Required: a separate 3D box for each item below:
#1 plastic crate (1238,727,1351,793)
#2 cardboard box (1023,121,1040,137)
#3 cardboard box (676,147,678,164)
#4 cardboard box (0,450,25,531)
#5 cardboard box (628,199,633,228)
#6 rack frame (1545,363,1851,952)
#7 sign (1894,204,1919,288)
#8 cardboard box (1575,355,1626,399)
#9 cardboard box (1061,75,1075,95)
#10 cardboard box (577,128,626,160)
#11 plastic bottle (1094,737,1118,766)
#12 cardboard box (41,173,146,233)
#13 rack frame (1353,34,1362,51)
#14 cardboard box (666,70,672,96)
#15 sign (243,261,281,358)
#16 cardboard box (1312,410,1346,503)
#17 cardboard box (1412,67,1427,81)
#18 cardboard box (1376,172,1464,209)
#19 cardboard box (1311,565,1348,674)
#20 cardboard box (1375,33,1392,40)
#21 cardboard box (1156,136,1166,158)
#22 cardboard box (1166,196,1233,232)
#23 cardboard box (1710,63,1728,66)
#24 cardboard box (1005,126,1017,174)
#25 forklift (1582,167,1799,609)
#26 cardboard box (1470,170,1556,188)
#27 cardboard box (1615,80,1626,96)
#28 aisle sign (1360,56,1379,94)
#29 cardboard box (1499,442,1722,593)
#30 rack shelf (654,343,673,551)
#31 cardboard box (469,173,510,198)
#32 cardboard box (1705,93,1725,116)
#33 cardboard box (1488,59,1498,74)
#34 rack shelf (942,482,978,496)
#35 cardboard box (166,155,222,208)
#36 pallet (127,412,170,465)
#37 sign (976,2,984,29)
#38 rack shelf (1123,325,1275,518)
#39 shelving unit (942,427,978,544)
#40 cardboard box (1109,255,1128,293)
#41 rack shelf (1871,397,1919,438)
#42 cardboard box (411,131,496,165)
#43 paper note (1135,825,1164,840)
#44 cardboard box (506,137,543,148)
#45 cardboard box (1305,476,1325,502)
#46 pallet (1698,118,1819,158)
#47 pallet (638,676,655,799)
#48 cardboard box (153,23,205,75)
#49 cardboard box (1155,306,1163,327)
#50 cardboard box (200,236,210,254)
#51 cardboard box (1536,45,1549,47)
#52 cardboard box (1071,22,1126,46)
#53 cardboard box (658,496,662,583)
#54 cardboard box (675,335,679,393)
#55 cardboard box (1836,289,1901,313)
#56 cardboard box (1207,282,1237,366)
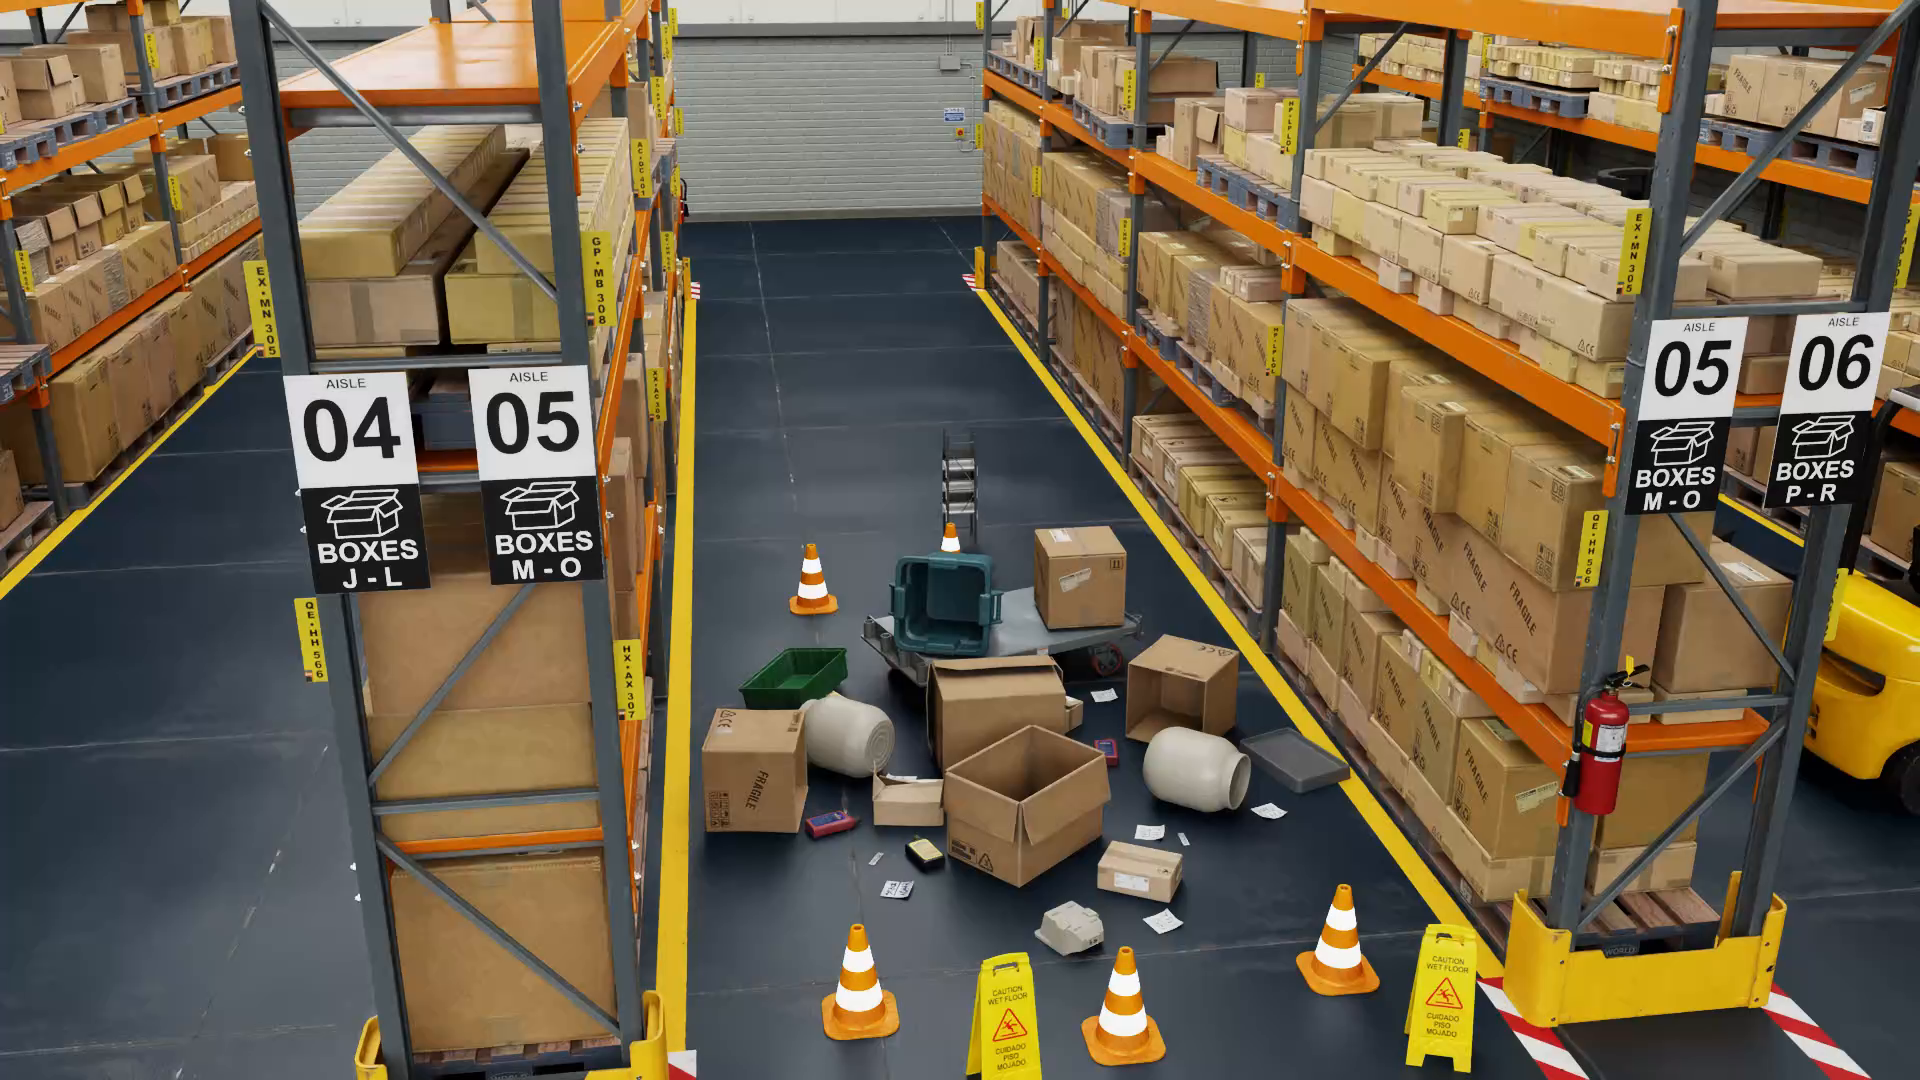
[{"bbox_3d":[1.944,1.274,9.692,0.402,0.080,0.583,-11,23,-26],"label":"plastic crate"},{"bbox_3d":[0.934,-4.714,19.050,0.380,0.149,0.250,-3,21,-8],"label":"cardboard box"},{"bbox_3d":[-3.765,-4.593,20.657,0.500,0.500,0.500,-2,21,-7],"label":"cardboard box"},{"bbox_3d":[-7.737,-0.368,12.859,0.700,0.500,0.500,-4,21,-11],"label":"cardboard box"},{"bbox_3d":[-1.949,-1.728,8.885,0.380,0.149,0.250,-3,21,-7],"label":"cardboard box"},{"bbox_3d":[3.106,0.706,7.039,1.000,3.000,0.127,-3,21,-8],"label":"rack frame"},{"bbox_3d":[3.643,-1.136,6.434,0.100,0.325,0.005,-3,21,-8],"label":"sign"},{"bbox_3d":[2.778,-0.691,6.851,0.380,0.149,0.250,-3,21,-8],"label":"cardboard box"},{"bbox_3d":[1.212,-4.486,16.385,0.380,0.166,0.250,-4,21,-11],"label":"cardboard box"},{"bbox_3d":[-1.914,-2.014,8.510,0.380,0.149,0.250,-3,21,-8],"label":"cardboard box"},{"bbox_3d":[0.860,1.239,9.811,0.133,0.061,0.283,1,20,2],"label":"plastic bottle"},{"bbox_3d":[-8.330,-3.245,16.041,0.797,0.503,0.637,-3,21,-9],"label":"cardboard box"},{"bbox_3d":[5.711,-7.896,21.495,1.000,3.000,0.127,-3,21,-8],"label":"rack frame"},{"bbox_3d":[-3.450,-5.027,18.316,0.500,0.250,0.500,-2,21,-5],"label":"cardboard box"},{"bbox_3d":[-2.317,-0.770,5.550,0.100,0.325,0.005,-3,21,-8],"label":"sign"},{"bbox_3d":[2.412,-0.526,9.770,0.500,0.500,0.500,-3,21,-8],"label":"cardboard box"},{"bbox_3d":[5.692,-5.629,20.072,0.380,0.149,0.250,-2,21,-7],"label":"cardboard box"},{"bbox_3d":[2.444,-1.858,8.837,0.380,0.149,0.250,-4,21,-10],"label":"cardboard box"},{"bbox_3d":[2.436,0.464,9.945,0.500,0.500,0.500,-2,21,-6],"label":"cardboard box"},{"bbox_3d":[5.581,-6.450,20.987,0.500,0.250,0.500,-3,21,-8],"label":"cardboard box"},{"bbox_3d":[1.830,-3.234,13.659,0.380,0.149,0.250,-3,21,-8],"label":"cardboard box"},{"bbox_3d":[2.124,-2.762,14.753,0.500,0.500,0.500,-4,21,-10],"label":"cardboard box"},{"bbox_3d":[6.954,-4.383,15.596,0.380,0.149,0.250,-2,21,-6],"label":"cardboard box"},{"bbox_3d":[0.823,-4.639,19.779,0.500,0.500,0.500,-3,21,-8],"label":"cardboard box"},{"bbox_3d":[5.094,-1.121,12.029,1.130,2.935,3.031,-18,27,-39],"label":"forklift"},{"bbox_3d":[2.957,-1.881,8.898,0.380,0.149,0.250,-3,21,-9],"label":"cardboard box"},{"bbox_3d":[6.478,-4.304,15.809,0.380,0.149,0.250,-3,21,-7],"label":"cardboard box"},{"bbox_3d":[5.410,-6.312,22.113,0.394,0.787,0.004,-3,21,-8],"label":"aisle sign"},{"bbox_3d":[2.816,-0.114,7.238,0.700,0.500,0.500,-3,21,-9],"label":"cardboard box"},{"bbox_3d":[-2.643,-0.750,11.965,1.077,0.370,4.000,-3,21,-8],"label":"rack shelf"},{"bbox_3d":[-2.414,-1.579,7.917,0.500,0.250,0.500,-3,21,-8],"label":"cardboard box"},{"bbox_3d":[6.614,-3.719,14.189,0.380,0.166,0.250,-3,21,-8],"label":"cardboard box"},{"bbox_3d":[5.937,-5.108,17.934,0.380,0.149,0.250,-3,21,-7],"label":"cardboard box"},{"bbox_3d":[-0.001,-0.393,13.078,0.258,0.077,0.200,-3,21,-8],"label":"rack shelf"},{"bbox_3d":[-8.389,-3.899,18.085,0.500,0.500,0.500,-4,21,-9],"label":"cardboard box"},{"bbox_3d":[-8.065,-0.956,15.474,1.003,0.211,1.213,-3,21,-8],"label":"pallet"},{"bbox_3d":[0.250,-6.660,21.110,0.100,0.325,0.005,-3,21,-8],"label":"sign"},{"bbox_3d":[2.241,-1.034,12.727,1.077,0.370,4.000,-3,21,-8],"label":"rack shelf"},{"bbox_3d":[-0.001,-0.424,13.066,0.258,0.900,0.210,-3,21,-8],"label":"shelving unit"},{"bbox_3d":[1.632,-2.383,14.808,0.500,0.250,0.500,-3,21,-8],"label":"cardboard box"},{"bbox_3d":[7.152,-1.286,13.400,1.077,0.370,4.000,-3,21,-8],"label":"rack shelf"},{"bbox_3d":[-2.564,-1.980,8.419,0.380,0.149,0.250,-3,21,-8],"label":"cardboard box"},{"bbox_3d":[1.026,1.574,8.975,0.148,0.019,0.142,4,21,11],"label":"paper note"},{"bbox_3d":[-2.750,-2.389,10.510,0.500,0.250,0.500,-3,21,-8],"label":"cardboard box"},{"bbox_3d":[2.345,-0.351,10.228,0.380,0.149,0.250,-2,21,-6],"label":"cardboard box"},{"bbox_3d":[7.050,-3.402,14.020,1.213,0.211,1.003,-2,21,-5],"label":"pallet"},{"bbox_3d":[-2.322,1.179,9.757,1.003,0.211,1.213,-3,21,-8],"label":"pallet"},{"bbox_3d":[-8.611,-5.287,17.912,0.700,0.500,0.500,-2,21,-5],"label":"cardboard box"},{"bbox_3d":[1.817,-1.824,13.572,0.380,0.149,0.250,-4,21,-11],"label":"cardboard box"},{"bbox_3d":[-8.220,-3.133,17.675,0.380,0.149,0.250,-2,21,-6],"label":"cardboard box"},{"bbox_3d":[6.446,-5.273,17.951,0.380,0.149,0.250,-3,21,-9],"label":"cardboard box"},{"bbox_3d":[1.499,-5.359,18.103,0.500,0.500,0.500,-3,21,-7],"label":"cardboard box"},{"bbox_3d":[-2.668,-0.082,11.763,1.050,0.750,0.750,-3,21,-8],"label":"cardboard box"},{"bbox_3d":[-3.078,-1.769,16.637,0.500,0.500,0.500,-3,21,-9],"label":"cardboard box"},{"bbox_3d":[6.958,-1.829,12.757,0.380,0.149,0.250,-3,21,-7],"label":"cardboard box"},{"bbox_3d":[2.095,-1.561,11.940,0.500,0.500,0.500,-2,21,-6],"label":"cardboard box"}]
